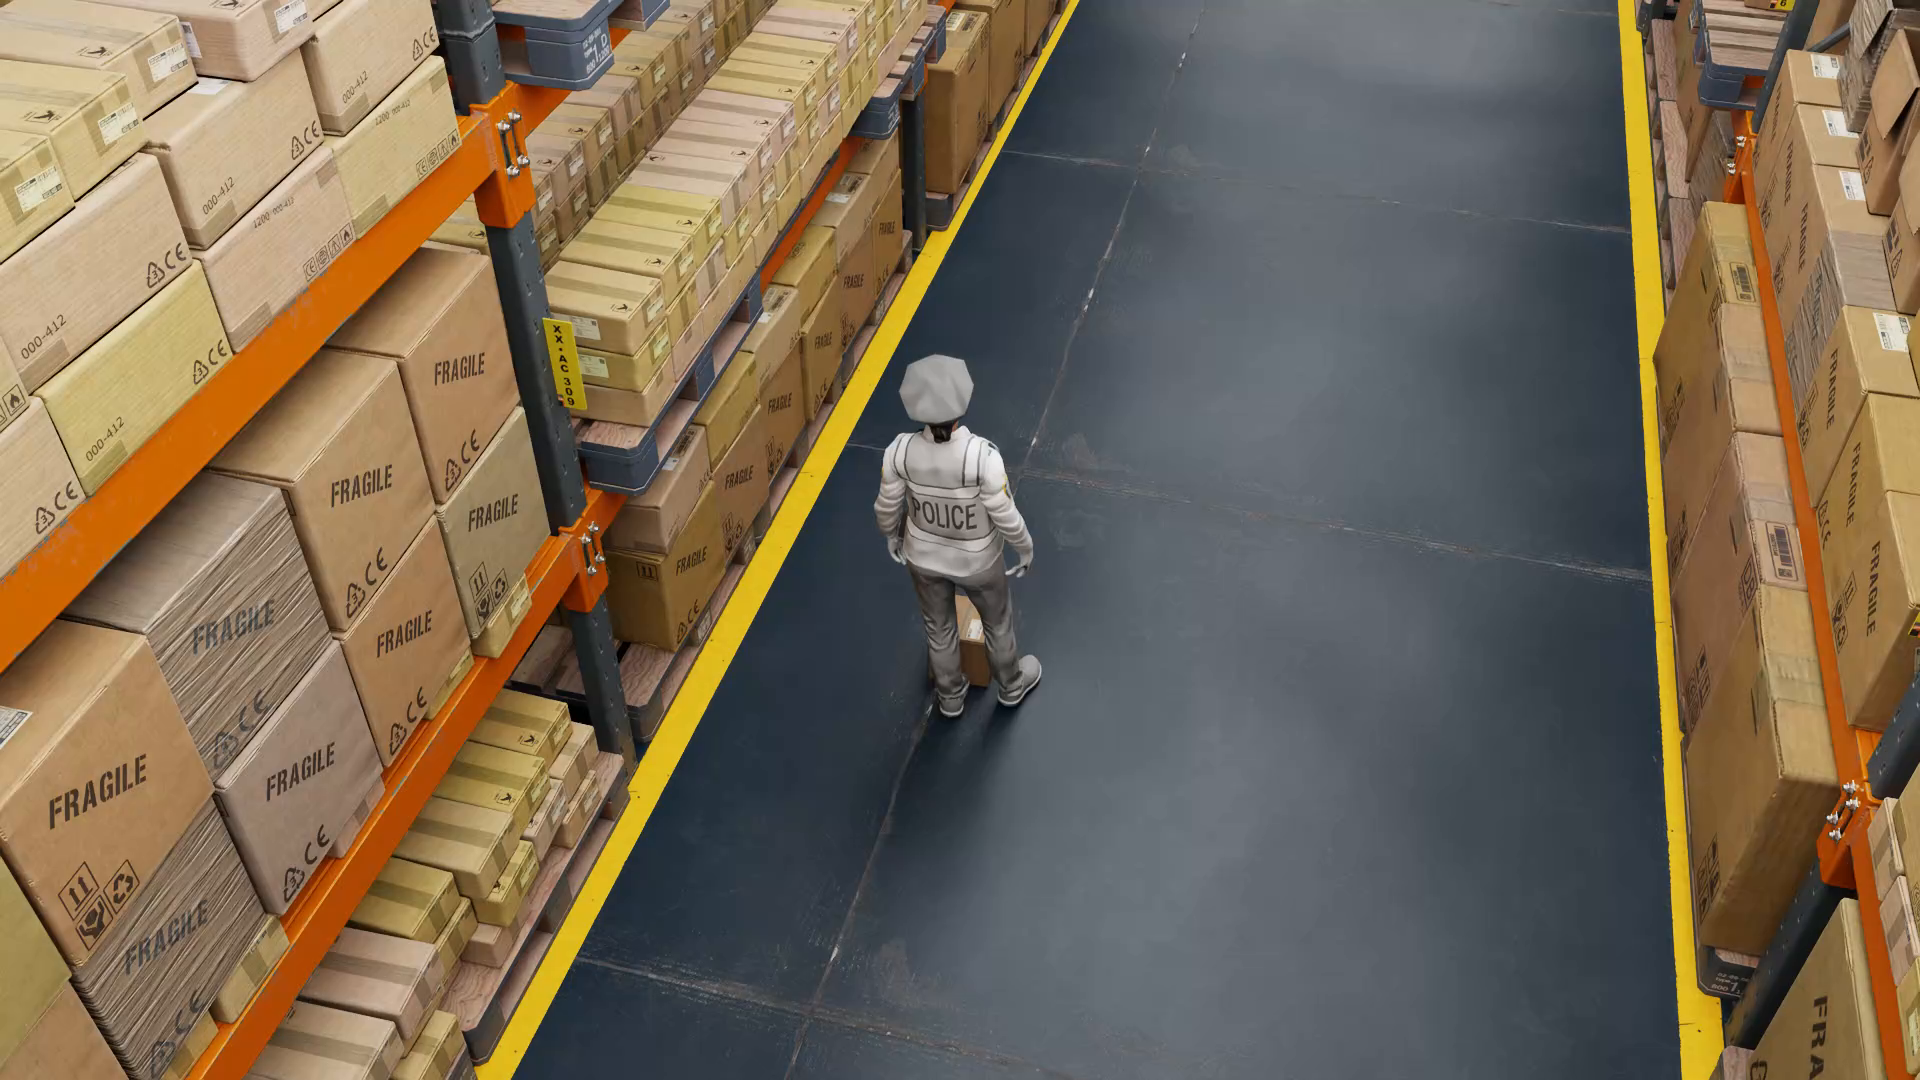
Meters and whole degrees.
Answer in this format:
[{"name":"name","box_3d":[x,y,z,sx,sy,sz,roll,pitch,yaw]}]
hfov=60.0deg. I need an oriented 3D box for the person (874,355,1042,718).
[{"name":"person","box_3d":[-0.003,-0.006,6.126,0.587,1.696,0.532,10,42,11]}]
